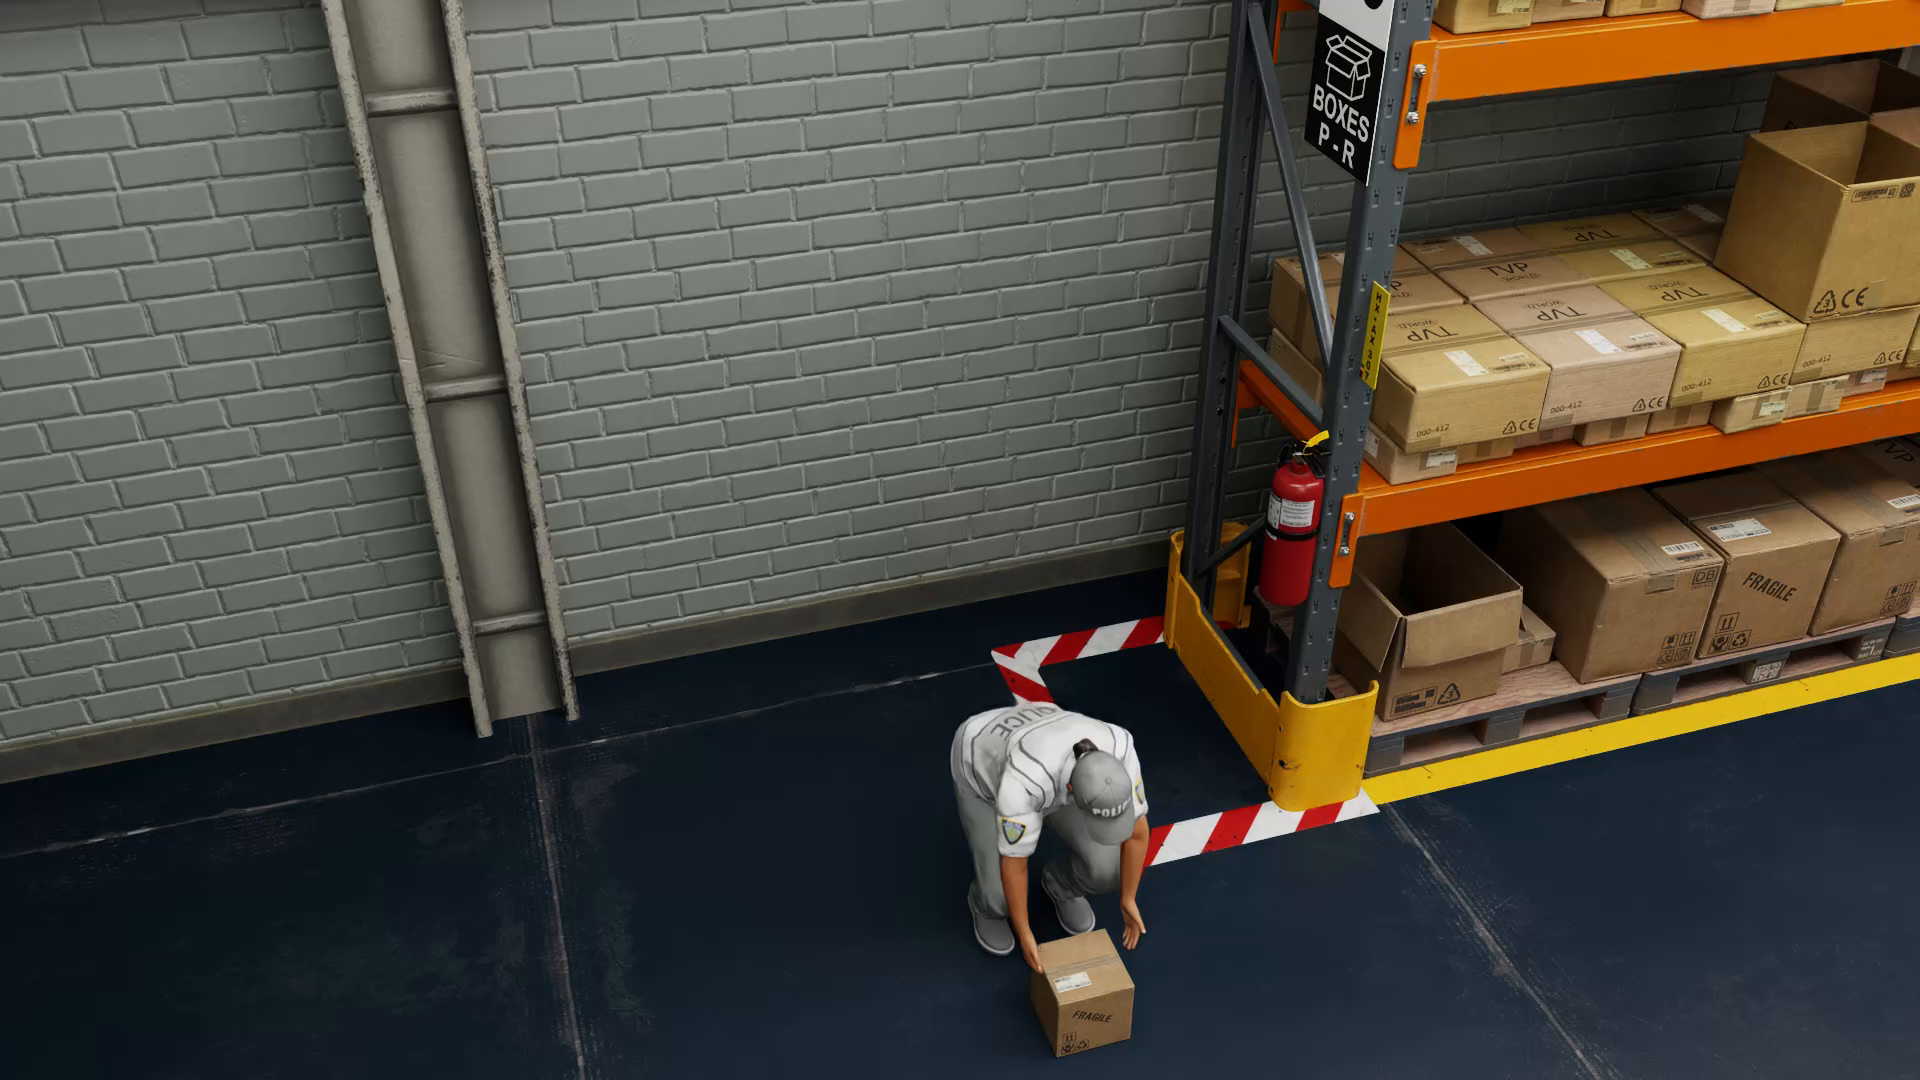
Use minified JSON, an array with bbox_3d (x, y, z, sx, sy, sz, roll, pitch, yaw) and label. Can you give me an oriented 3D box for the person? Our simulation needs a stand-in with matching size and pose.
[{"bbox_3d":[0.289,0.909,5.361,0.531,1.041,0.841,-10,35,-15],"label":"person"}]
